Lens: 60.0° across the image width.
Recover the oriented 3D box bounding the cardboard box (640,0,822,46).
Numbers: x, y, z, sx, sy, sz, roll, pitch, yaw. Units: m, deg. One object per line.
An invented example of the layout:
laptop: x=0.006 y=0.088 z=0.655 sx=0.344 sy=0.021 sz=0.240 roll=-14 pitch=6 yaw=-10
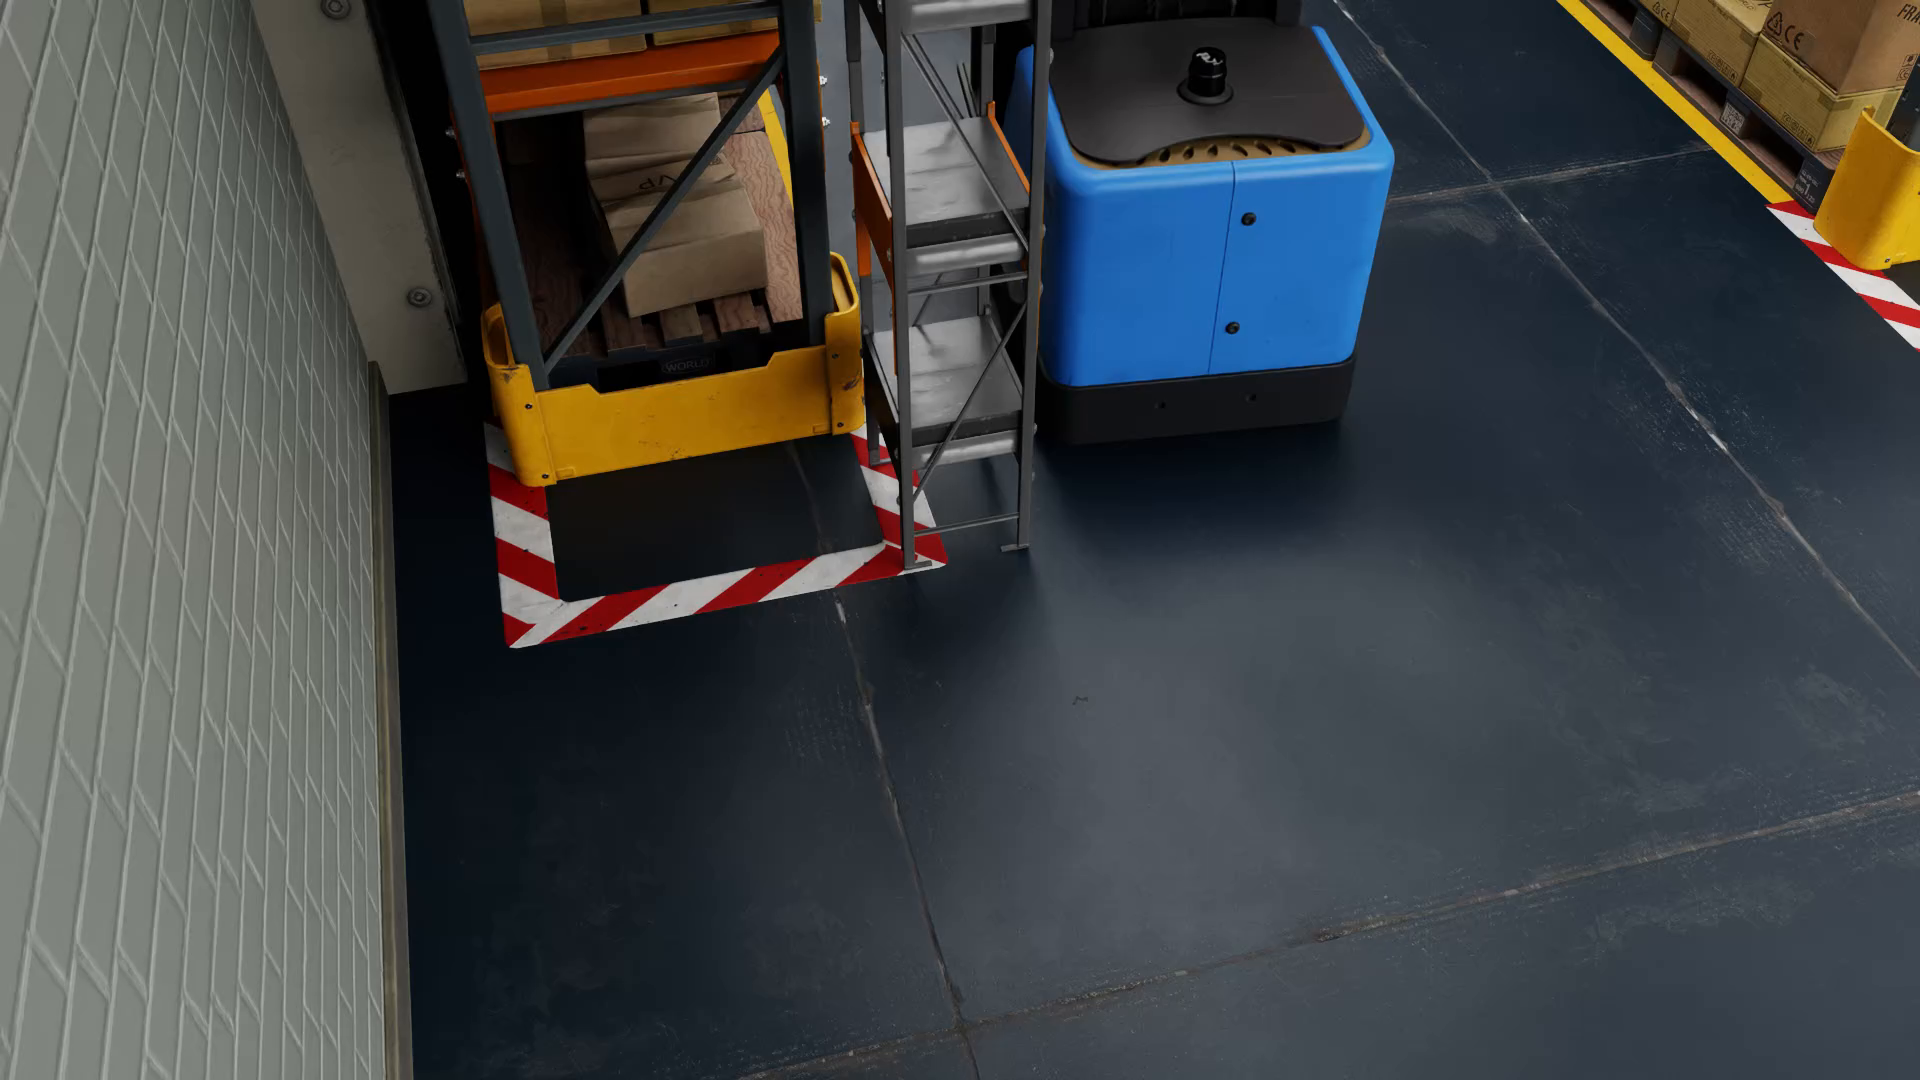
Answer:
cardboard box: x=-0.716 y=-1.735 z=4.941 sx=0.500 sy=0.250 sz=0.500 roll=-12 pitch=47 yaw=-11

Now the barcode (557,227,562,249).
barcode: x=-1.379 y=-1.035 z=5.732 sx=0.001 sy=0.075 sz=0.075 roll=-11 pitch=47 yaw=-10

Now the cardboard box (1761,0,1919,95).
cardboard box: x=3.465 y=-2.056 z=6.271 sx=0.500 sy=0.500 sz=0.500 roll=-11 pitch=47 yaw=-10

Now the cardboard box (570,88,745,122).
cardboard box: x=-1.274 y=-2.068 z=6.618 sx=0.700 sy=0.500 sz=0.500 roll=-13 pitch=47 yaw=-13

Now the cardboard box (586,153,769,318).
cardboard box: x=-0.988 y=-1.092 z=5.795 sx=0.500 sy=0.311 sz=0.500 roll=-16 pitch=48 yaw=-15

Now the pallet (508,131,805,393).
pallet: x=-1.091 y=-1.029 z=6.111 sx=1.003 sy=0.211 sz=1.213 roll=-11 pitch=47 yaw=-10

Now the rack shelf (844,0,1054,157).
rack shelf: x=-0.042 y=-1.330 z=4.122 sx=0.431 sy=0.518 sz=0.480 roll=-11 pitch=47 yaw=-10

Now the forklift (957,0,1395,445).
forklift: x=0.590 y=-2.399 z=5.549 sx=1.130 sy=2.935 sz=3.031 roll=-6 pitch=46 yaw=-5

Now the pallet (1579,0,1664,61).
pallet: x=3.345 y=-2.679 z=7.727 sx=1.003 sy=0.211 sz=1.213 roll=-11 pitch=47 yaw=-10

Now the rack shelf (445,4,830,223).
rack shelf: x=-1.410 y=-2.514 z=6.117 sx=1.077 sy=0.370 sz=4.000 roll=-11 pitch=47 yaw=-10

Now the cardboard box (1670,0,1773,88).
cardboard box: x=3.327 y=-2.137 z=6.876 sx=0.500 sy=0.250 sz=0.500 roll=-11 pitch=47 yaw=-10

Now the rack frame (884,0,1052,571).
rack frame: x=0.020 y=-0.681 z=4.447 sx=0.400 sy=2.100 sz=0.015 roll=-11 pitch=47 yaw=-10

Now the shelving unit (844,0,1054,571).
shelving unit: x=-0.042 y=-0.849 z=4.612 sx=0.431 sy=2.100 sz=0.503 roll=-11 pitch=47 yaw=-10

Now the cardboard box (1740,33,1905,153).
cardboard box: x=3.467 y=-1.794 z=6.539 sx=0.500 sy=0.250 sz=0.500 roll=-11 pitch=47 yaw=-10

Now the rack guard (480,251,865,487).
rack guard: x=-0.917 y=-0.563 z=5.451 sx=1.175 sy=0.500 sz=0.348 roll=-11 pitch=47 yaw=-10

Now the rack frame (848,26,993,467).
rack frame: x=-0.105 y=-1.018 z=4.777 sx=0.400 sy=2.100 sz=0.015 roll=-11 pitch=47 yaw=-10

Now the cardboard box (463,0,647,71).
cardboard box: x=-1.205 y=-1.627 z=4.835 sx=0.500 sy=0.250 sz=0.500 roll=-10 pitch=46 yaw=-10

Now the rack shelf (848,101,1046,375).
rack shelf: x=-0.042 y=-0.840 z=4.622 sx=0.431 sy=0.518 sz=0.480 roll=-11 pitch=47 yaw=-10

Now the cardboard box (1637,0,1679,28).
cardboard box: x=3.197 y=-2.482 z=7.214 sx=0.500 sy=0.250 sz=0.500 roll=-11 pitch=47 yaw=-10

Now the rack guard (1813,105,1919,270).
rack guard: x=3.896 y=-1.402 z=6.274 sx=1.175 sy=0.500 sz=0.348 roll=-11 pitch=47 yaw=-10

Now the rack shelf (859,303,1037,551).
rack shelf: x=-0.042 y=-0.350 z=5.122 sx=0.431 sy=0.518 sz=0.480 roll=-11 pitch=47 yaw=-10

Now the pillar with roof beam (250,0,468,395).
pillar with roof beam: x=2.248 y=-4.597 z=3.455 sx=9.100 sy=9.000 sz=0.400 roll=-11 pitch=47 yaw=-10

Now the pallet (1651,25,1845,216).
pallet: x=3.653 y=-1.838 z=6.903 sx=1.003 sy=0.211 sz=1.213 roll=-11 pitch=47 yaw=-10

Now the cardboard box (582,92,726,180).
cardboard box: x=-1.134 y=-1.486 z=6.180 sx=0.500 sy=0.311 sz=0.500 roll=-7 pitch=46 yaw=-7

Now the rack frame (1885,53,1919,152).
rack frame: x=3.890 y=-2.294 z=5.397 sx=1.000 sy=3.000 sz=0.127 roll=-11 pitch=47 yaw=-10

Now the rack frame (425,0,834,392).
rack frame: x=-0.898 y=-1.385 z=4.507 sx=1.000 sy=3.000 sz=0.127 roll=-11 pitch=47 yaw=-10

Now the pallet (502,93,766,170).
pallet: x=-1.400 y=-1.870 z=6.935 sx=1.003 sy=0.211 sz=1.213 roll=-11 pitch=47 yaw=-10
